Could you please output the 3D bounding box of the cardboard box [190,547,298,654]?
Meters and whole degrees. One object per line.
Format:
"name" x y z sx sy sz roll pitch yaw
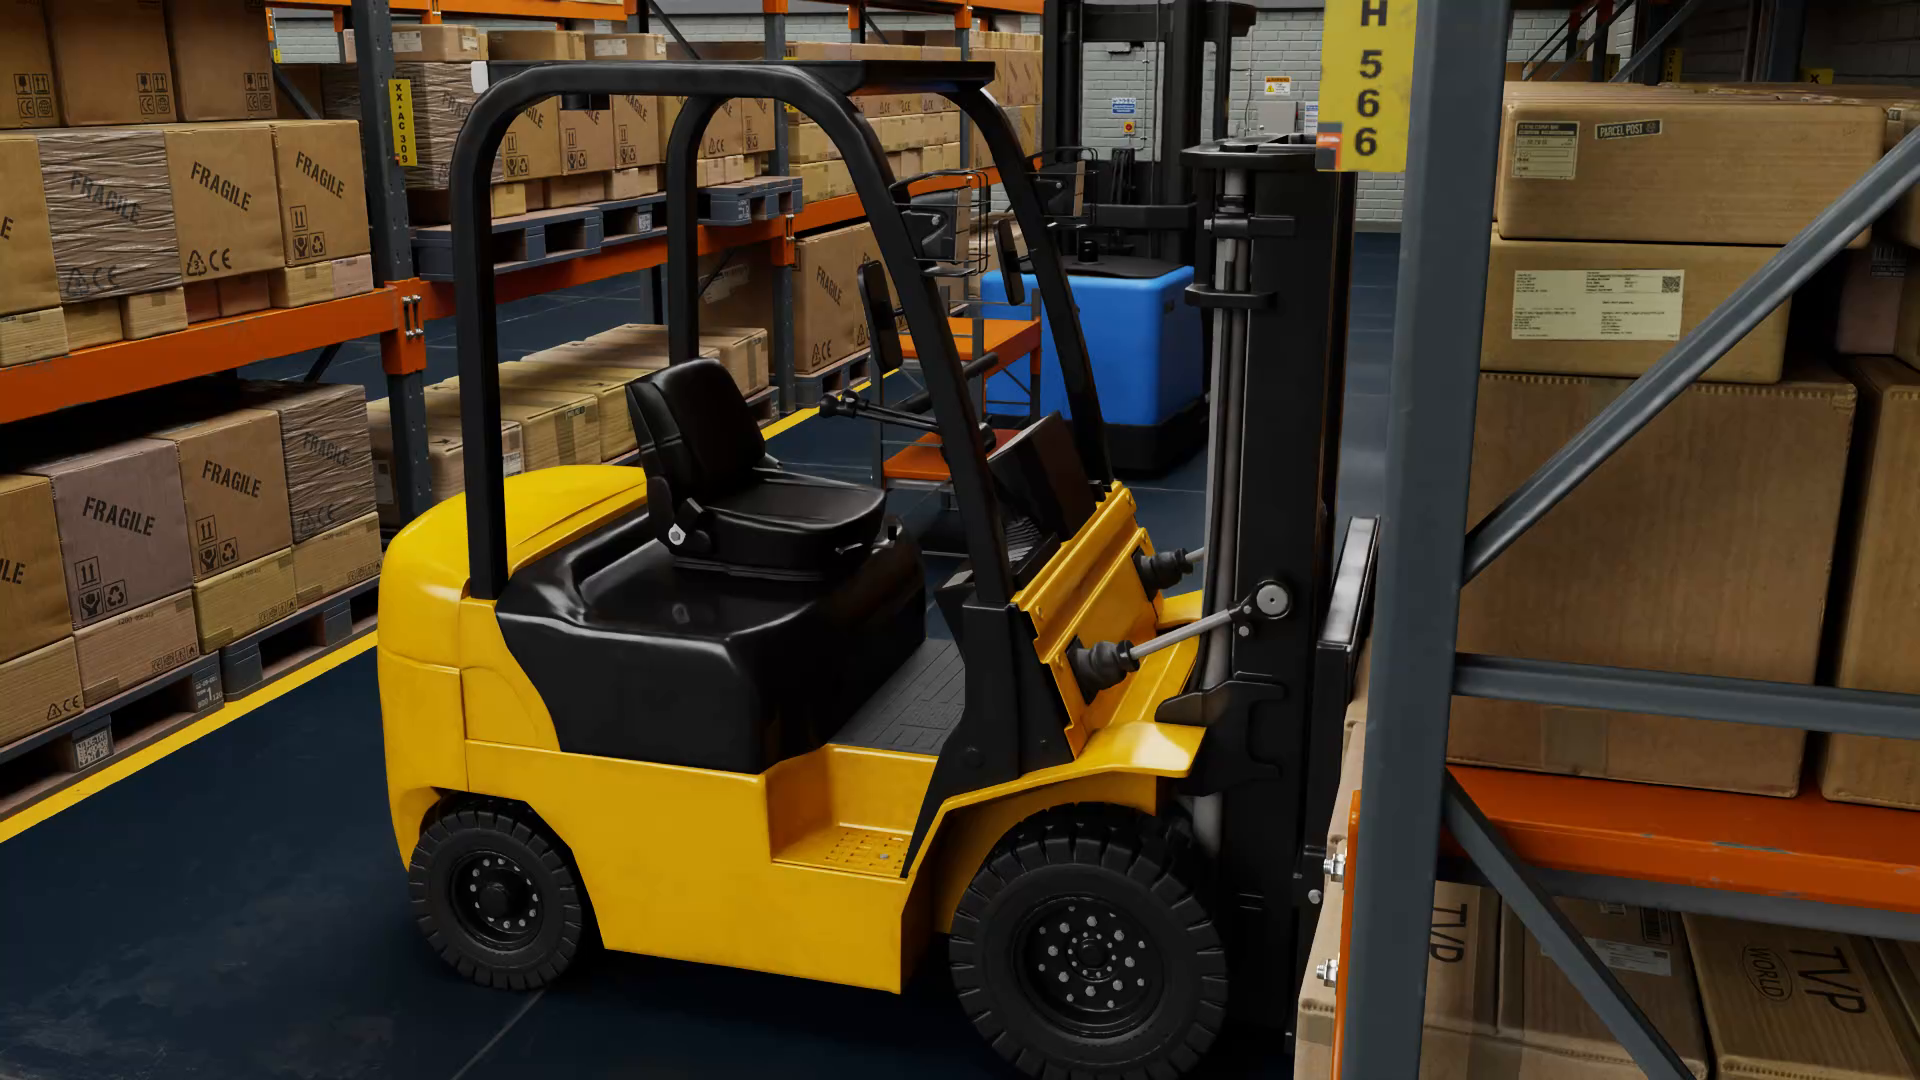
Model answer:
"cardboard box" -2.745 0.190 5.933 0.500 0.250 0.500 4 16 14

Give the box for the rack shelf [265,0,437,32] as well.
"rack shelf" -5.763 -4.271 13.212 1.077 0.370 4.000 5 16 16

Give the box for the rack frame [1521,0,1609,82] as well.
"rack frame" 4.340 -2.956 12.754 1.000 3.000 0.127 5 16 16

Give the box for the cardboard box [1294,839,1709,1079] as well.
"cardboard box" 0.762 0.679 2.377 0.500 0.250 0.500 5 17 18

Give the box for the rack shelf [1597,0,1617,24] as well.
"rack shelf" 3.772 -3.530 10.598 1.077 0.370 4.000 5 16 16

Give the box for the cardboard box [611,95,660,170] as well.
"cardboard box" -1.854 -2.135 8.362 0.500 0.500 0.500 4 16 14

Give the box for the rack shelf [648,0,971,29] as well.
"rack shelf" -0.988 -3.914 11.951 1.077 0.370 4.000 5 16 16

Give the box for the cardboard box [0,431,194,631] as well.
"cardboard box" -2.891 -0.044 5.384 0.500 0.500 0.500 6 17 19

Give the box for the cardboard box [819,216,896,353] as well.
"cardboard box" -1.023 -1.881 12.086 0.875 0.875 0.875 5 17 17

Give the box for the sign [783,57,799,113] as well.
"sign" -1.034 -2.773 10.131 0.100 0.325 0.005 5 16 16

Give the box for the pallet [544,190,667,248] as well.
"pallet" -2.080 -1.680 8.607 1.003 0.211 1.213 5 16 16

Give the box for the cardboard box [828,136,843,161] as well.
"cardboard box" -1.028 -2.710 11.246 0.500 0.250 0.500 5 17 17

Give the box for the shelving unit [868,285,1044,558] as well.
"shelving unit" 0.002 -0.543 7.682 0.538 1.125 1.048 5 16 16

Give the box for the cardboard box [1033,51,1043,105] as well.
"cardboard box" 0.544 -4.503 16.192 0.500 0.500 0.500 5 16 16

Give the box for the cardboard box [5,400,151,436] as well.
"cardboard box" -3.261 -0.212 5.976 0.500 0.500 0.500 5 17 18

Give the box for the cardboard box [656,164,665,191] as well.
"cardboard box" -1.796 -1.931 8.831 0.380 0.149 0.250 5 17 16

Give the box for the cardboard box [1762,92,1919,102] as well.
"cardboard box" 1.534 -0.661 2.747 0.380 0.149 0.250 5 17 18

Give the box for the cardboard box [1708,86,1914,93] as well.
"cardboard box" 1.871 -0.927 3.682 0.380 0.149 0.250 4 16 15

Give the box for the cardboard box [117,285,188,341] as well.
"cardboard box" -2.778 -0.752 5.445 0.380 0.149 0.250 4 16 15

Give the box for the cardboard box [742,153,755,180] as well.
"cardboard box" -1.431 -2.195 9.761 0.380 0.149 0.250 5 17 17

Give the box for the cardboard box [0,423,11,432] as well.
"cardboard box" -3.431 -0.432 5.562 0.380 0.149 0.250 6 17 19

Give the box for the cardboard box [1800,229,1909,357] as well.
"cardboard box" 1.284 -0.315 2.070 0.380 0.149 0.250 5 16 16

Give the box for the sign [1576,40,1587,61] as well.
"sign" 6.003 -4.663 16.072 0.100 0.325 0.005 5 16 16

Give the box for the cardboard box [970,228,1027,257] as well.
"cardboard box" 0.115 -2.699 15.775 0.875 0.438 0.875 4 16 14

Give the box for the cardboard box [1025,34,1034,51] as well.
"cardboard box" 0.497 -4.780 15.981 0.380 0.149 0.250 5 17 17

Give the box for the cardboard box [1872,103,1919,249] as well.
"cardboard box" 1.230 -0.391 1.794 0.380 0.149 0.250 4 16 15

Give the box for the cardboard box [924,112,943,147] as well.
"cardboard box" -0.447 -3.243 13.123 0.500 0.250 0.500 5 17 17

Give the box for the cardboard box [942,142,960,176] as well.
"cardboard box" -0.306 -3.131 13.645 0.500 0.250 0.500 4 16 15

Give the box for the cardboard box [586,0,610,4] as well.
"cardboard box" -4.071 -5.841 17.704 0.500 0.250 0.500 5 16 16

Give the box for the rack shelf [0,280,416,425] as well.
"rack shelf" -3.262 -0.378 4.982 1.077 0.370 4.000 5 16 16

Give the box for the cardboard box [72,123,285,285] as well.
"cardboard box" -2.721 -1.167 5.720 0.500 0.500 0.500 5 17 18

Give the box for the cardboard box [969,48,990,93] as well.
"cardboard box" -0.052 -3.975 14.330 0.500 0.500 0.500 5 17 16

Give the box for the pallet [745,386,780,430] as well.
"pallet" -1.780 -0.748 10.078 1.003 0.211 1.213 5 16 16

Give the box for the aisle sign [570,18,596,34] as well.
"aisle sign" -4.325 -6.037 18.852 0.394 0.787 0.004 5 16 16

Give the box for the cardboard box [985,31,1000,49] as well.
"cardboard box" 0.138 -4.442 14.790 0.380 0.149 0.250 5 16 15

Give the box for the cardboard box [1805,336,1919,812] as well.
"cardboard box" 1.337 0.027 2.053 0.500 0.500 0.500 5 17 18

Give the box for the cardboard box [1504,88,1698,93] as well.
"cardboard box" 1.260 -0.832 3.347 0.380 0.149 0.250 5 17 17

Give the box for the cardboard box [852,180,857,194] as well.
"cardboard box" -0.893 -2.602 11.782 0.500 0.250 0.500 5 17 18

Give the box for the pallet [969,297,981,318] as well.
"pallet" -0.129 -2.191 15.168 1.003 0.211 1.213 5 16 16

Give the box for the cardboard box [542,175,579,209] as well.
"cardboard box" -2.033 -1.657 7.865 0.380 0.149 0.250 5 17 17

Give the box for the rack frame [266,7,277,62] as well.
"rack frame" -8.784 -5.155 20.506 1.000 3.000 0.127 5 16 16

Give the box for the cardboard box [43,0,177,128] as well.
"cardboard box" -3.192 -1.689 5.726 0.700 0.500 0.500 5 17 16

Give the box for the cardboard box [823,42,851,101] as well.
"cardboard box" -1.050 -3.063 11.116 0.500 0.500 0.500 5 16 16

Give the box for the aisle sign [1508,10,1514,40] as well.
"aisle sign" 5.215 -5.294 16.232 0.394 0.787 0.004 5 16 16

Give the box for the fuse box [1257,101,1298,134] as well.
"fuse box" 4.270 -5.042 22.471 0.539 1.711 0.414 5 16 16

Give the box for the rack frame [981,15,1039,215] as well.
"rack frame" 0.717 -4.386 17.797 1.000 3.000 0.127 5 16 16

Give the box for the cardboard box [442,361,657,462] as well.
"cardboard box" -2.150 -0.693 8.820 0.950 0.372 0.625 5 17 18

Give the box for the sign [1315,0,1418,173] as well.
"sign" 0.414 -0.533 1.656 0.100 0.325 0.005 5 16 16

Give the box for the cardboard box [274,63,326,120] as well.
"cardboard box" -2.782 -1.779 7.106 0.500 0.500 0.500 4 16 15

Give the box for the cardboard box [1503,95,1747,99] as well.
"cardboard box" 0.919 -0.567 2.415 0.380 0.149 0.250 5 17 17

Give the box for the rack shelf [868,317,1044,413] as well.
"rack shelf" 0.002 -0.825 7.602 0.538 0.278 1.000 5 16 16

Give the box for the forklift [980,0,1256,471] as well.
"forklift" 1.109 -2.143 10.013 1.130 2.935 3.031 6 17 21

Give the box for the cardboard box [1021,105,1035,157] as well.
"cardboard box" 0.405 -3.886 15.850 0.500 0.500 0.500 5 17 18

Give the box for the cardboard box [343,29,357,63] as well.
"cardboard box" -2.595 -2.272 7.655 0.380 0.149 0.250 4 16 14

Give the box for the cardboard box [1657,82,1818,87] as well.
"cardboard box" 2.155 -1.197 4.635 0.380 0.149 0.250 4 16 14

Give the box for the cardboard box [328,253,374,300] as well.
"cardboard box" -2.492 -1.018 6.383 0.380 0.149 0.250 4 16 15

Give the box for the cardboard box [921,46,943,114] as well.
"cardboard box" -0.446 -3.597 12.997 0.500 0.500 0.500 5 17 17
